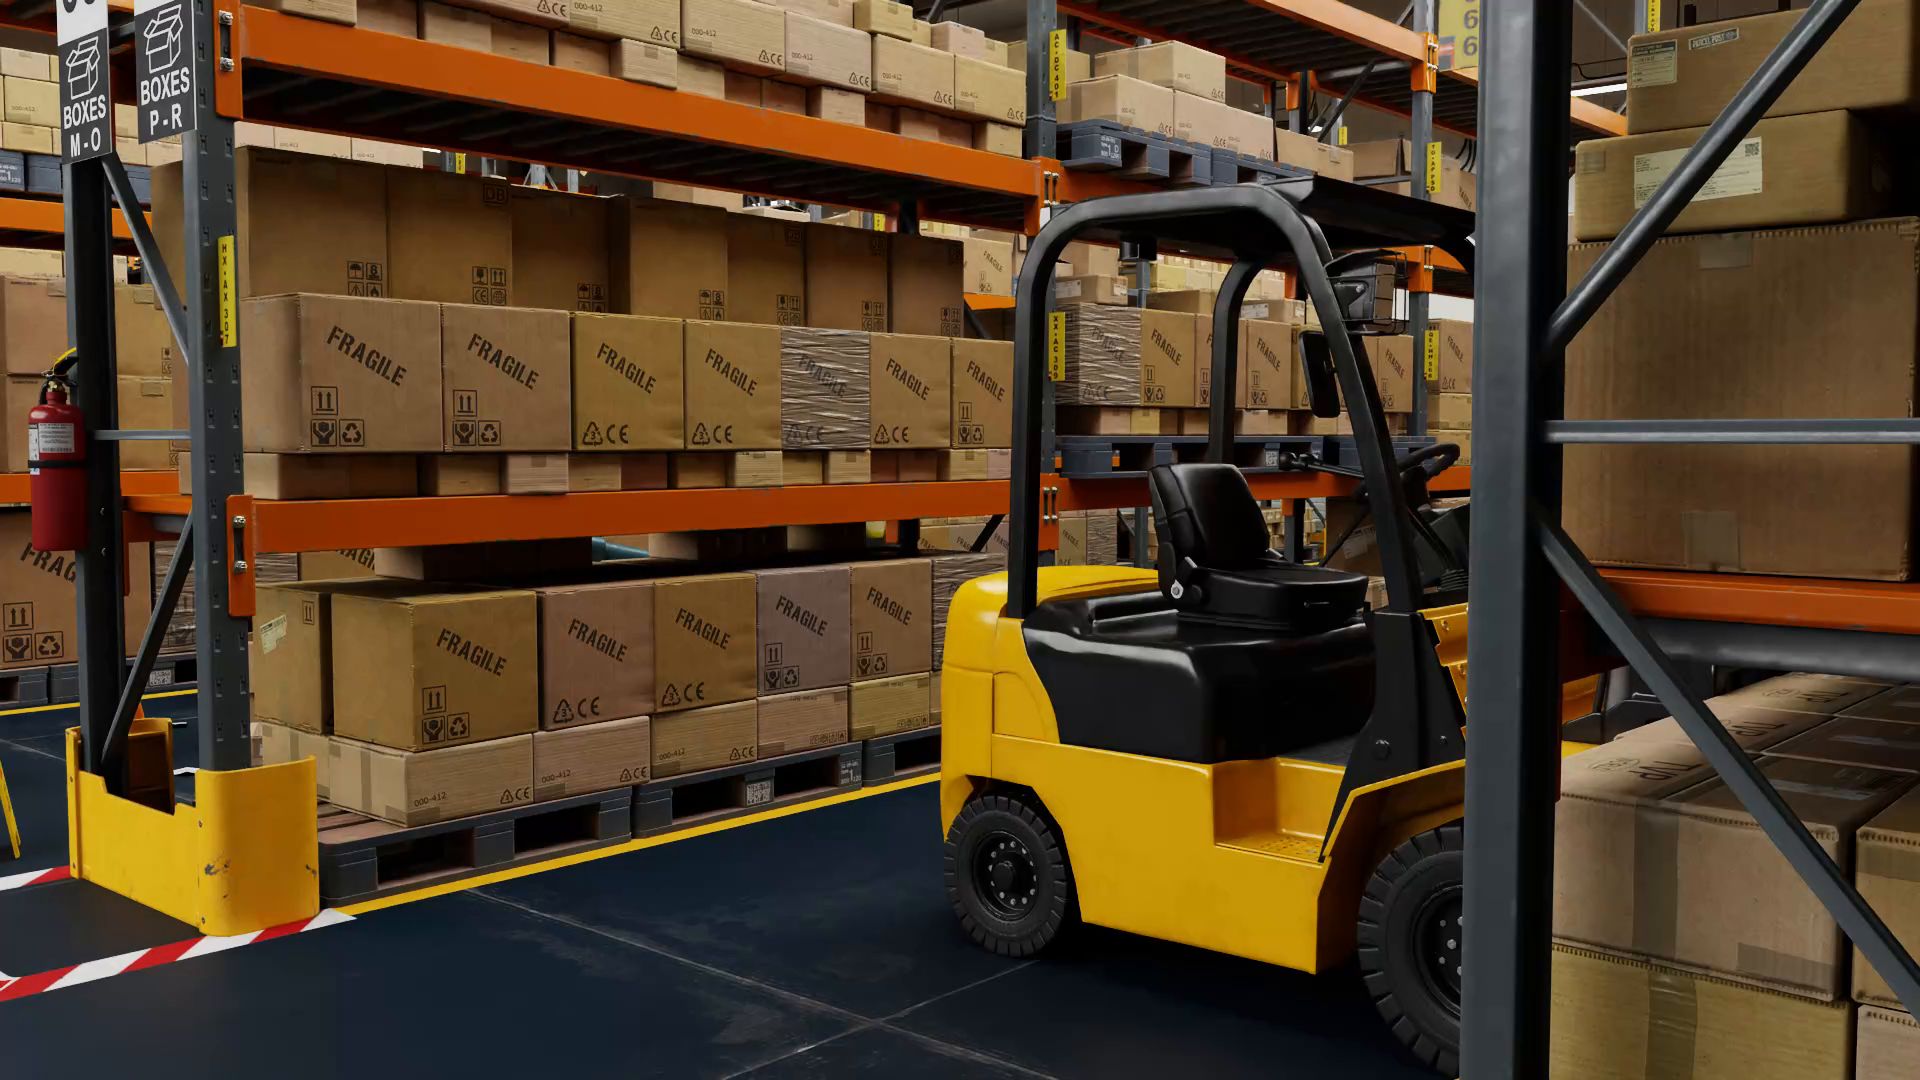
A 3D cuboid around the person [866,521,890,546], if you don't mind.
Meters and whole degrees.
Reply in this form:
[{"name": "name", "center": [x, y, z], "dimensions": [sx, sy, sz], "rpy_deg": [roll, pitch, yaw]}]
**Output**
[{"name": "person", "center": [-0.716, -0.032, 11.267], "dimensions": [0.508, 1.682, 0.602], "rpy_deg": [3, 5, 42]}]
